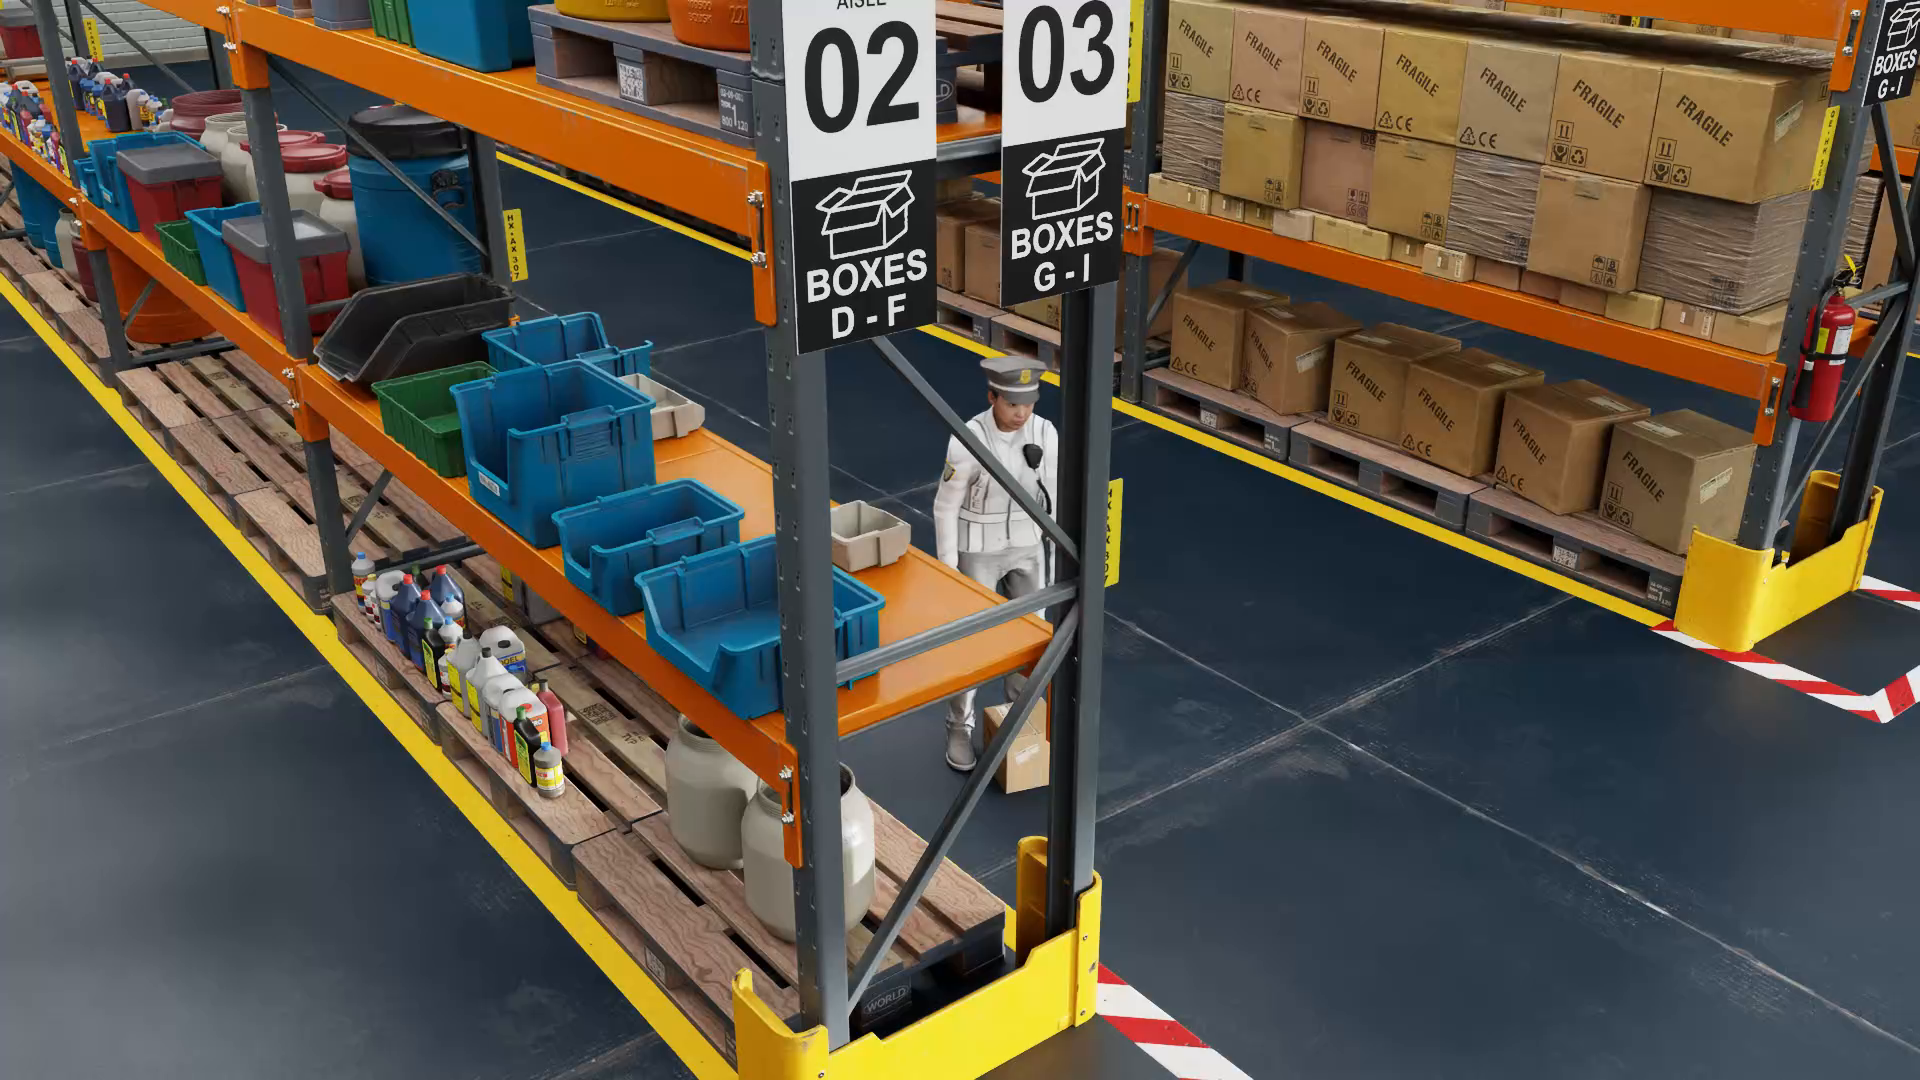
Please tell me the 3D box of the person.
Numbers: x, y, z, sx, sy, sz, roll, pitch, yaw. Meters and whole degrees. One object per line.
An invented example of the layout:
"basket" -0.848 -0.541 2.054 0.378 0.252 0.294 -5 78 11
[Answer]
"person" 0.167 0.078 6.433 0.530 1.664 0.403 -8 26 -17
